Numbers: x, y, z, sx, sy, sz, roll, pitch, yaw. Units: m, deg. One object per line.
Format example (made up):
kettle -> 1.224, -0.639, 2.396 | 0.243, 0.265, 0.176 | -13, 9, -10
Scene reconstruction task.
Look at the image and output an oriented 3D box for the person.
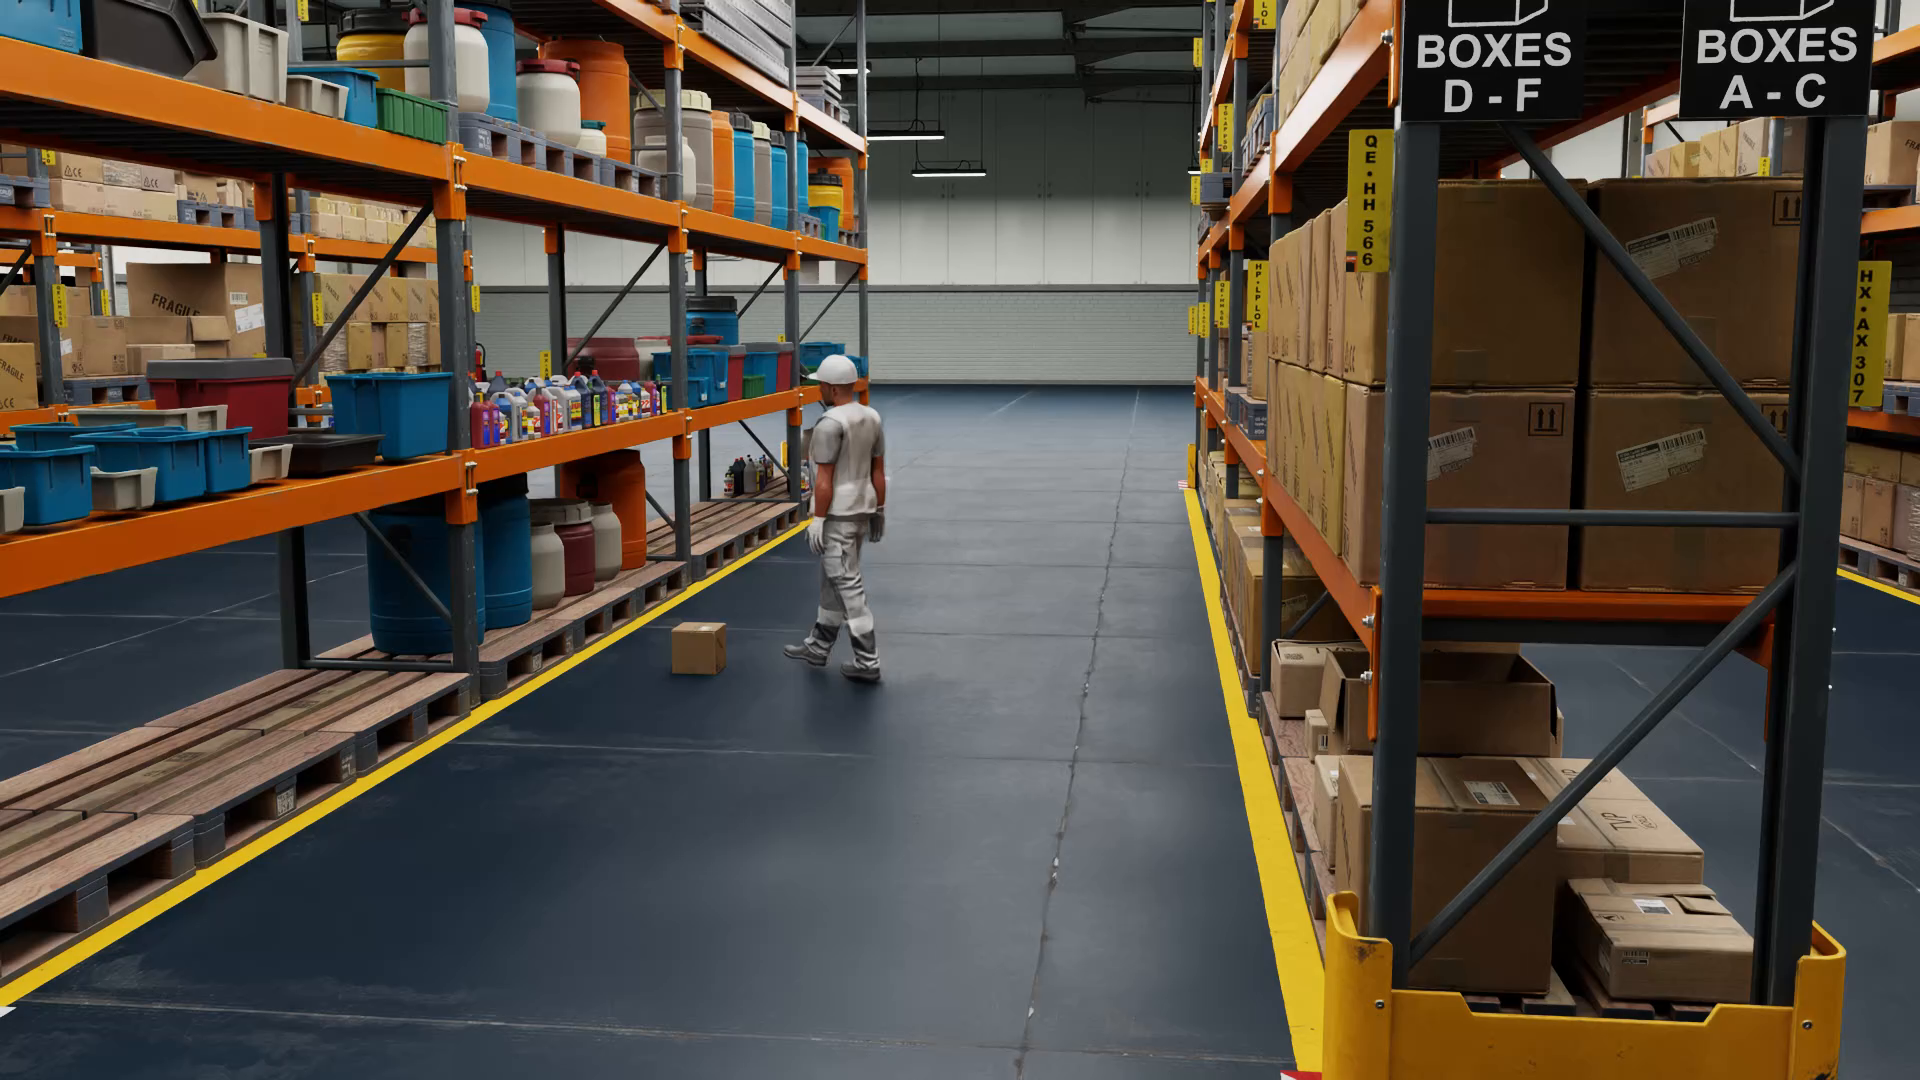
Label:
person -> -0.752, -0.138, 9.191 | 0.758, 1.767, 0.583 | 5, 9, 31
